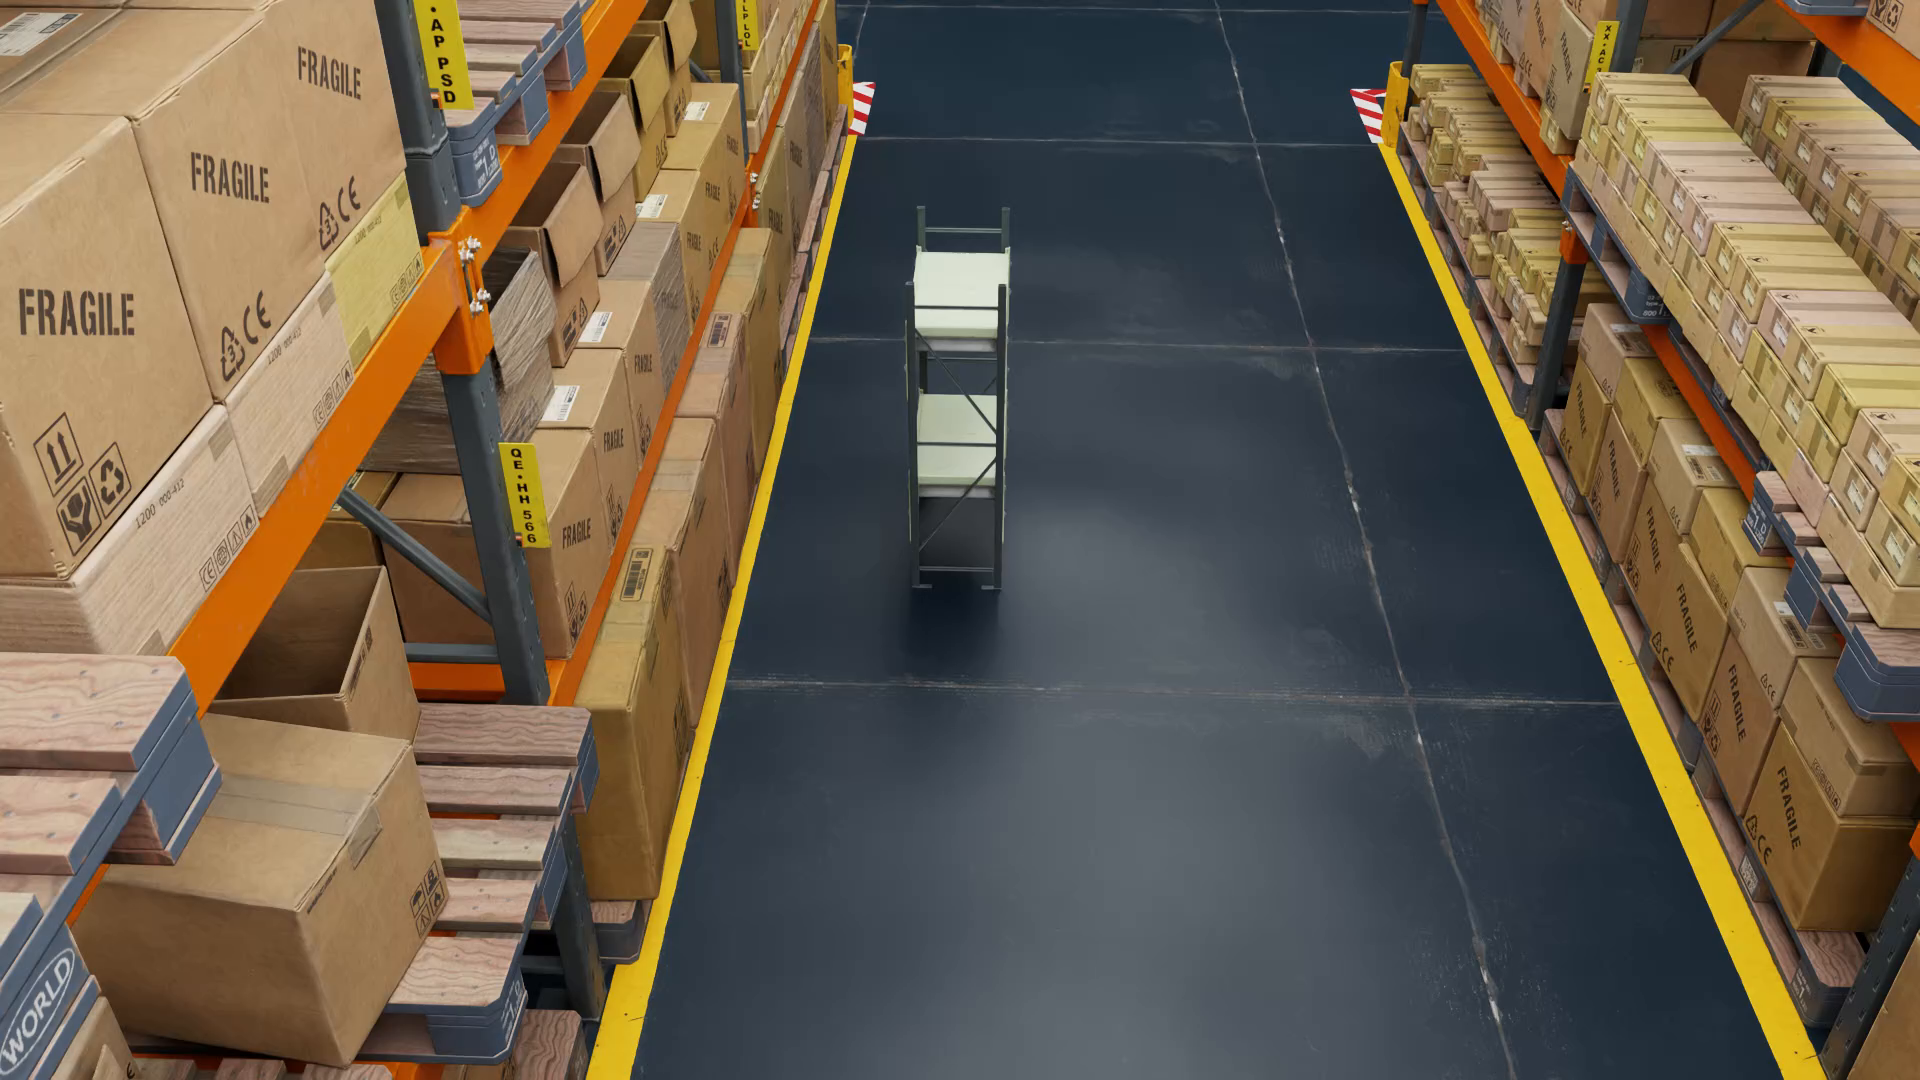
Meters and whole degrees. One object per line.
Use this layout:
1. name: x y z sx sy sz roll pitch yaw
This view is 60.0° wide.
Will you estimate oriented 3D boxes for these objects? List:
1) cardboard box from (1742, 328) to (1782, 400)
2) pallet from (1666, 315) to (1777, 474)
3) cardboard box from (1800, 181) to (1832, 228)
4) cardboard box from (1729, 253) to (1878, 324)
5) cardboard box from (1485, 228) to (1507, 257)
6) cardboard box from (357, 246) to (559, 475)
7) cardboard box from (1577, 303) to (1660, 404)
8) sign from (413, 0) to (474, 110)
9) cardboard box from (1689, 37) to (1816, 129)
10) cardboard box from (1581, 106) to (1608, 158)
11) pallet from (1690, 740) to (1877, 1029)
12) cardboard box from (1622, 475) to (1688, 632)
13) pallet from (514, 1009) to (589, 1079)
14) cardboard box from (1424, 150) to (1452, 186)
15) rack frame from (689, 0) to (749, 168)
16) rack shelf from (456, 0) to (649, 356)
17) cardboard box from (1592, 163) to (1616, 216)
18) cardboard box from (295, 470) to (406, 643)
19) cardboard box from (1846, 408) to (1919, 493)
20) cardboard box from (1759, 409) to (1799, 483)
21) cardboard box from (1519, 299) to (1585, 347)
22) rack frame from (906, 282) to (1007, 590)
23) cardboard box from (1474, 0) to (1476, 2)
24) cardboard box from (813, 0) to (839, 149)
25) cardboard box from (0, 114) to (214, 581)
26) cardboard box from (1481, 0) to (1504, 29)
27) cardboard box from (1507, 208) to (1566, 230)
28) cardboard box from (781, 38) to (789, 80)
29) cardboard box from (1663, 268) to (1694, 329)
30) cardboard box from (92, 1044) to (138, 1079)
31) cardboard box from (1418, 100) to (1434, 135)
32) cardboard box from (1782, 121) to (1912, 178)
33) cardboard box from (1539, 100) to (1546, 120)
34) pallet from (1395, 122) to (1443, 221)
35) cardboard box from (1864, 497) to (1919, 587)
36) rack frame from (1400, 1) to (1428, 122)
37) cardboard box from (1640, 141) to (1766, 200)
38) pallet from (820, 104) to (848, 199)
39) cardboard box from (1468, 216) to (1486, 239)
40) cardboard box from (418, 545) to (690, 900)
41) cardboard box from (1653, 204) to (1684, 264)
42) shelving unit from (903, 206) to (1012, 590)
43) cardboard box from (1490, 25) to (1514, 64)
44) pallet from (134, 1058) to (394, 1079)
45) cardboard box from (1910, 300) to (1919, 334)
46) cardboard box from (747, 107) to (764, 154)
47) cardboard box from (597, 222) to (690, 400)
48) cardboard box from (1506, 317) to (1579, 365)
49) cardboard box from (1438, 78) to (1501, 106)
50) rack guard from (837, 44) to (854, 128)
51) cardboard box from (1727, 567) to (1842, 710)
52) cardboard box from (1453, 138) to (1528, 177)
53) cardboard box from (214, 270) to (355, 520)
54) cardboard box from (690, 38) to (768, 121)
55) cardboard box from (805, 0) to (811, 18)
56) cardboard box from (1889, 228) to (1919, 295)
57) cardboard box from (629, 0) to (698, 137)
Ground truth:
1. cardboard box: 2.870 -0.584 5.567 0.380 0.149 0.250 1 35 2
2. pallet: 3.304 -0.567 6.115 1.003 0.211 1.213 1 35 2
3. cardboard box: 3.579 -1.312 6.603 0.380 0.149 0.250 0 35 0
4. cardboard box: 2.882 -0.855 5.694 0.380 0.149 0.250 3 35 4
5. cardboard box: 3.212 -1.720 9.444 0.380 0.149 0.250 2 35 3
6. cardboard box: -1.641 -0.551 4.966 0.797 0.503 0.637 2 35 3
7. cardboard box: 3.133 -0.843 7.498 0.500 0.250 0.500 0 35 0
8. sign: -1.144 -1.105 3.656 0.100 0.325 0.005 1 35 2
9. cardboard box: 3.698 -2.247 7.993 0.500 0.500 0.500 1 35 1
10. cardboard box: 2.951 -1.781 7.270 0.380 0.149 0.250 2 35 3
11. pallet: 3.299 1.184 5.881 1.003 0.211 1.213 1 35 2
12. cardboard box: 3.105 0.069 6.852 0.500 0.500 0.500 2 35 3
13. pallet: -1.719 1.910 4.849 1.003 0.211 1.213 1 35 2
14. cardboard box: 3.195 -2.376 10.637 0.380 0.149 0.250 2 35 2
15. rack frame: -1.526 -1.978 7.956 1.000 3.000 0.127 1 35 2
16. rack shelf: -1.606 -1.762 5.666 1.077 0.370 4.000 1 35 2
17. cardboard box: 2.946 -1.500 7.128 0.380 0.149 0.250 2 35 3
18. cardboard box: -1.914 -0.010 5.069 0.500 0.500 0.500 2 35 3
19. cardboard box: 2.840 -0.256 4.842 0.380 0.149 0.250 1 35 1
20. cardboard box: 2.862 -0.304 5.427 0.380 0.149 0.250 1 35 1
21. cardboard box: 3.121 -1.121 8.592 0.380 0.149 0.250 2 35 3
22. rack frame: -0.015 -0.399 7.014 0.400 1.500 0.023 1 35 2
23. cardboard box: 3.340 -3.370 10.155 0.380 0.149 0.250 3 35 4
24. cardboard box: -1.311 -3.209 11.191 0.875 0.875 0.875 1 35 2
25. cardboard box: -1.500 -0.294 2.429 0.500 0.500 0.500 2 35 3
26. cardboard box: 3.250 -3.133 9.253 0.500 0.500 0.500 0 35 1
27. cardboard box: 3.242 -1.703 9.162 0.380 0.149 0.250 2 35 3
28. cardboard box: -1.142 -2.638 9.114 0.380 0.149 0.250 1 35 1
29. cardboard box: 2.904 -0.909 6.288 0.380 0.149 0.250 1 35 1
30. cardboard box: -1.483 1.167 3.232 0.396 0.266 0.258 0 35 1
31. cardboard box: 3.242 -2.780 10.952 0.380 0.149 0.250 1 35 2
32. cardboard box: 3.583 -1.580 6.726 0.380 0.149 0.250 0 35 0
33. cardboard box: 3.176 -2.175 8.455 0.380 0.149 0.250 3 35 4
34. pallet: 3.516 -2.453 11.057 1.003 0.211 1.213 1 35 2
35. cardboard box: 2.831 0.007 4.725 0.380 0.149 0.250 2 35 3
36. rack frame: 3.587 -4.104 10.981 1.000 3.000 0.127 1 35 2
37. cardboard box: 2.921 -1.452 6.543 0.380 0.149 0.250 1 35 1
38. pallet: -1.319 -2.674 11.372 1.003 0.211 1.213 1 35 2
39. cardboard box: 3.221 -1.787 9.799 0.380 0.149 0.250 2 35 3
40. cardboard box: -1.638 0.621 5.740 1.225 0.875 0.875 0 35 0
41. cardboard box: 2.914 -1.179 6.414 0.380 0.149 0.250 3 35 4
42. shelving unit: 0.000 -0.610 7.313 0.431 1.500 0.755 1 35 2
43. cardboard box: 3.195 -2.772 9.305 0.380 0.149 0.250 2 35 3
44. pallet: -1.725 1.536 3.122 1.003 0.211 1.213 1 35 2
45. cardboard box: 3.536 -0.711 5.748 0.380 0.149 0.250 1 35 1
46. cardboard box: -1.181 -2.038 8.259 0.380 0.149 0.250 1 35 2
47. cardboard box: -1.337 -0.872 6.295 0.500 0.500 0.500 1 35 2
48. cardboard box: 3.102 -1.044 8.741 0.380 0.149 0.250 2 35 2
49. cardboard box: 3.336 -2.898 10.862 0.380 0.149 0.250 2 35 3
50. rack guard: -1.364 -3.268 11.965 1.175 0.500 0.348 1 35 2
51. cardboard box: 3.041 0.347 5.804 0.500 0.250 0.500 2 35 3
52. cardboard box: 3.193 -2.303 10.015 0.380 0.149 0.250 2 35 3
53. cardboard box: -1.467 -0.282 3.064 0.500 0.250 0.500 1 35 2
54. cardboard box: -1.245 -2.303 8.289 0.500 0.250 0.500 1 35 1
55. cardboard box: -1.100 -3.226 9.950 0.380 0.149 0.250 1 35 2
56. cardboard box: 3.543 -0.980 5.871 0.380 0.149 0.250 1 35 1
57. cardboard box: -1.543 -2.063 7.117 0.797 0.503 0.637 0 35 1
